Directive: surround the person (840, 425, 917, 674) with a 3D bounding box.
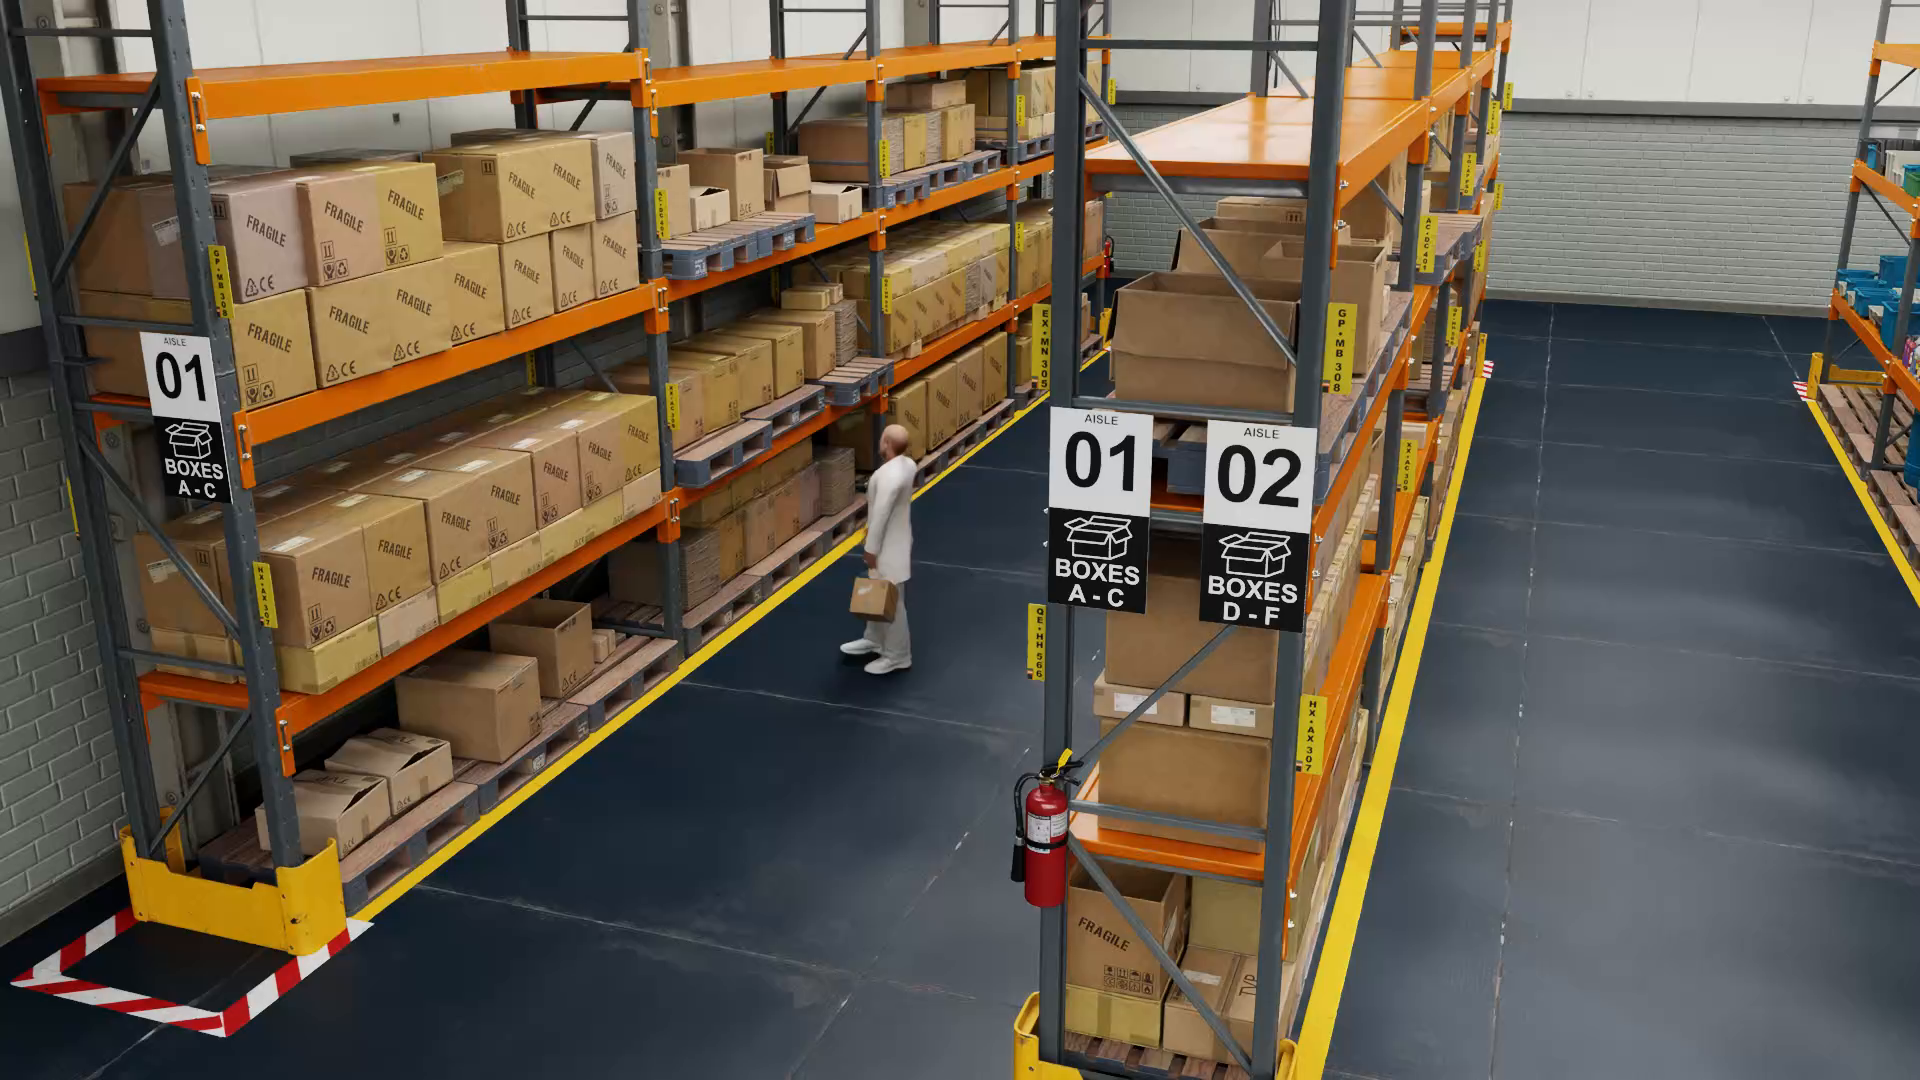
[{"bbox_3d":[-0.608,0.049,11.871,0.568,1.782,0.582,3,19,8],"label":"person"}]
